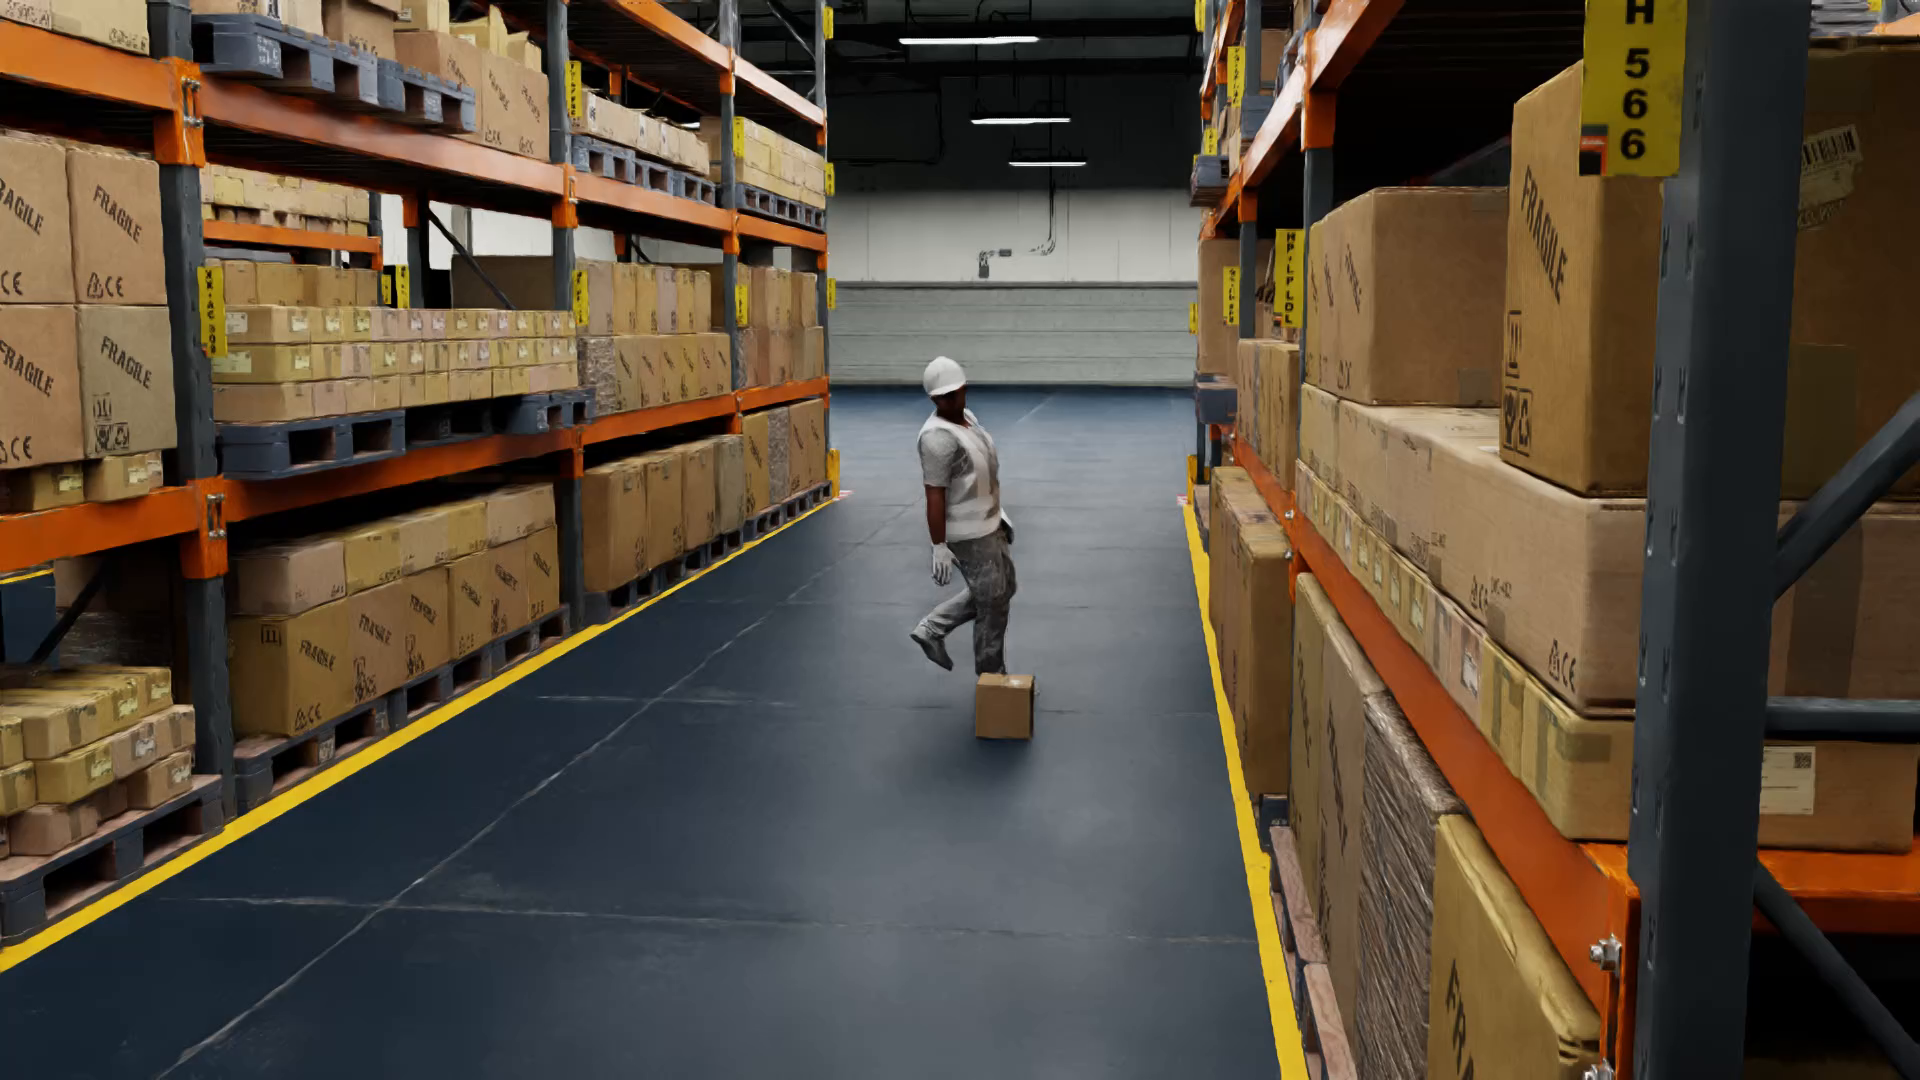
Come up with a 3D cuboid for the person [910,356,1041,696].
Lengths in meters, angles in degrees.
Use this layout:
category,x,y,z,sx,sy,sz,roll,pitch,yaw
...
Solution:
category,x,y,z,sx,sy,sz,roll,pitch,yaw
person,0.056,-0.033,8.178,0.664,1.736,0.621,1,8,7
